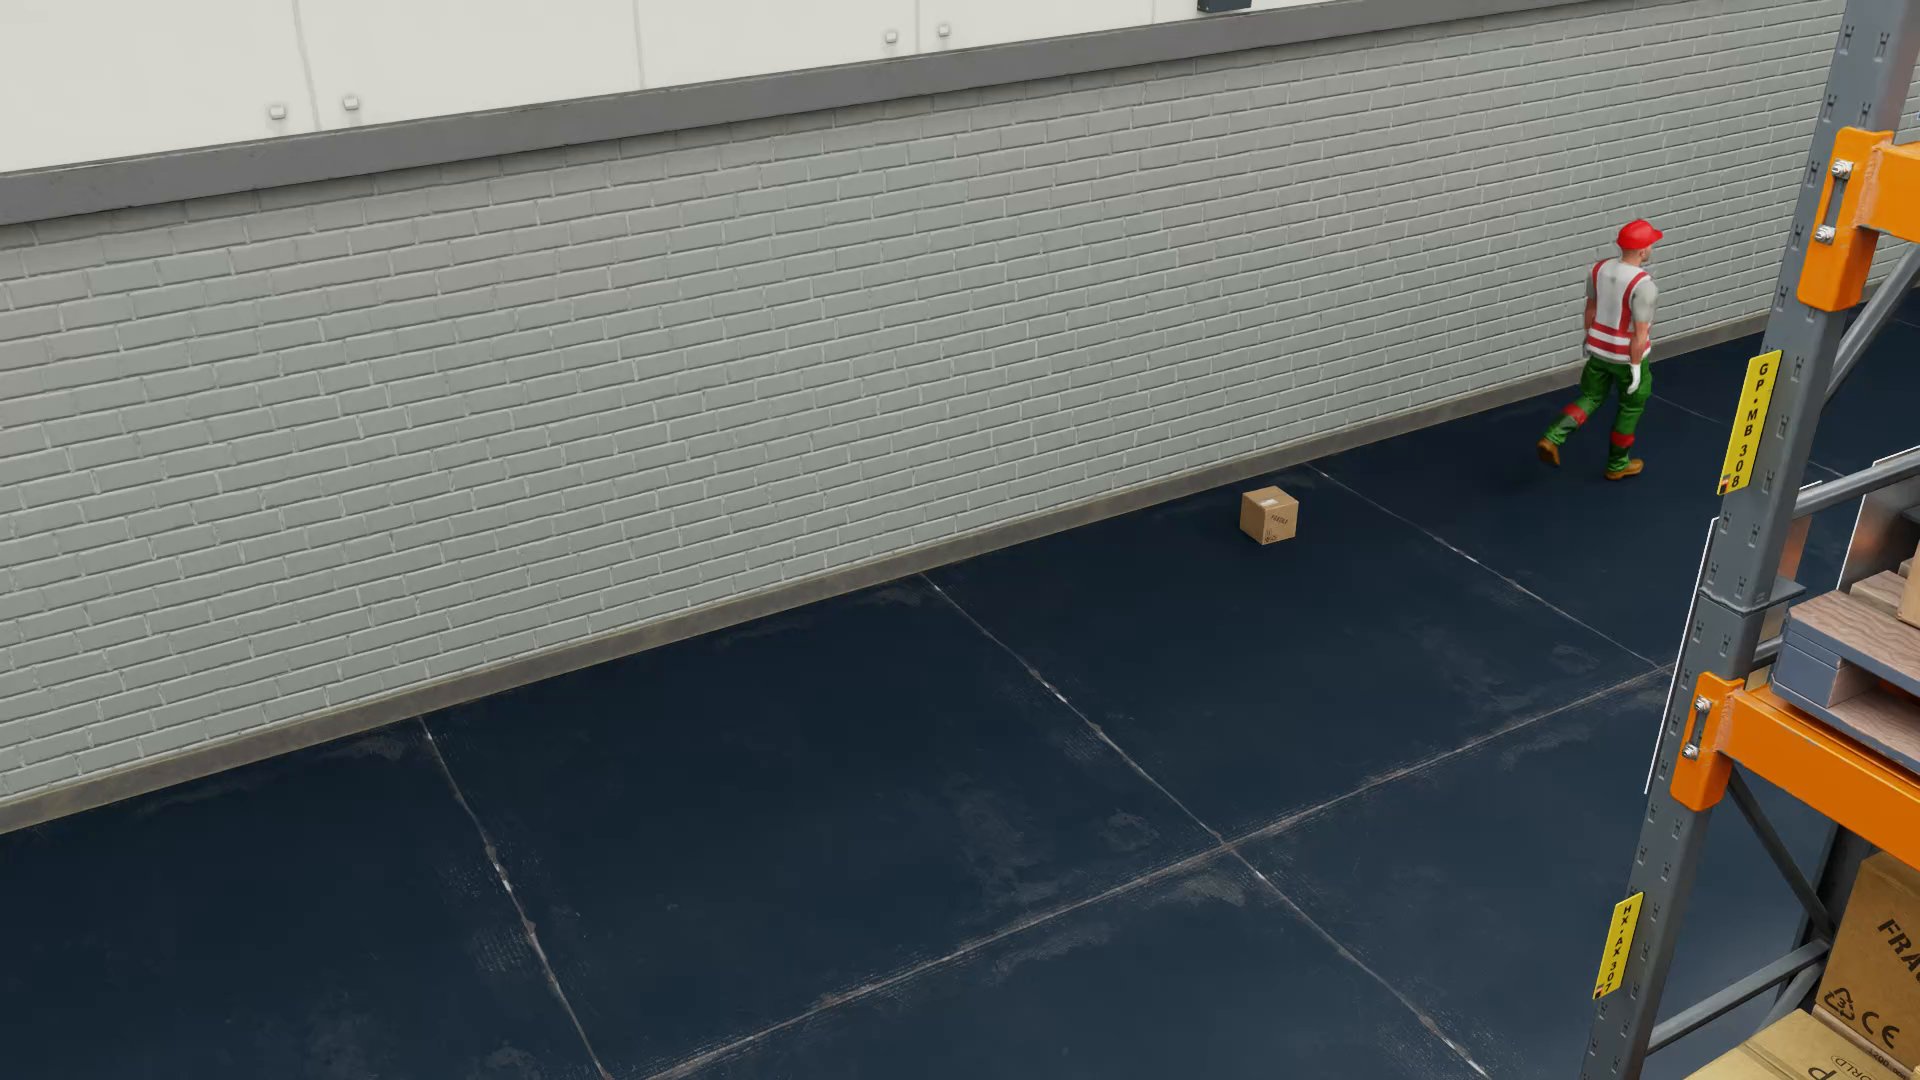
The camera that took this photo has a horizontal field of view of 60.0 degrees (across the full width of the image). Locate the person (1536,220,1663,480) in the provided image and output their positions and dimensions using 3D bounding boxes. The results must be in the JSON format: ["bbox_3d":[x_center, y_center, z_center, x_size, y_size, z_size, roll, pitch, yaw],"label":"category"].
[{"bbox_3d":[4.185,-1.206,10.719,0.806,1.775,0.567,-15,32,-25],"label":"person"}]
